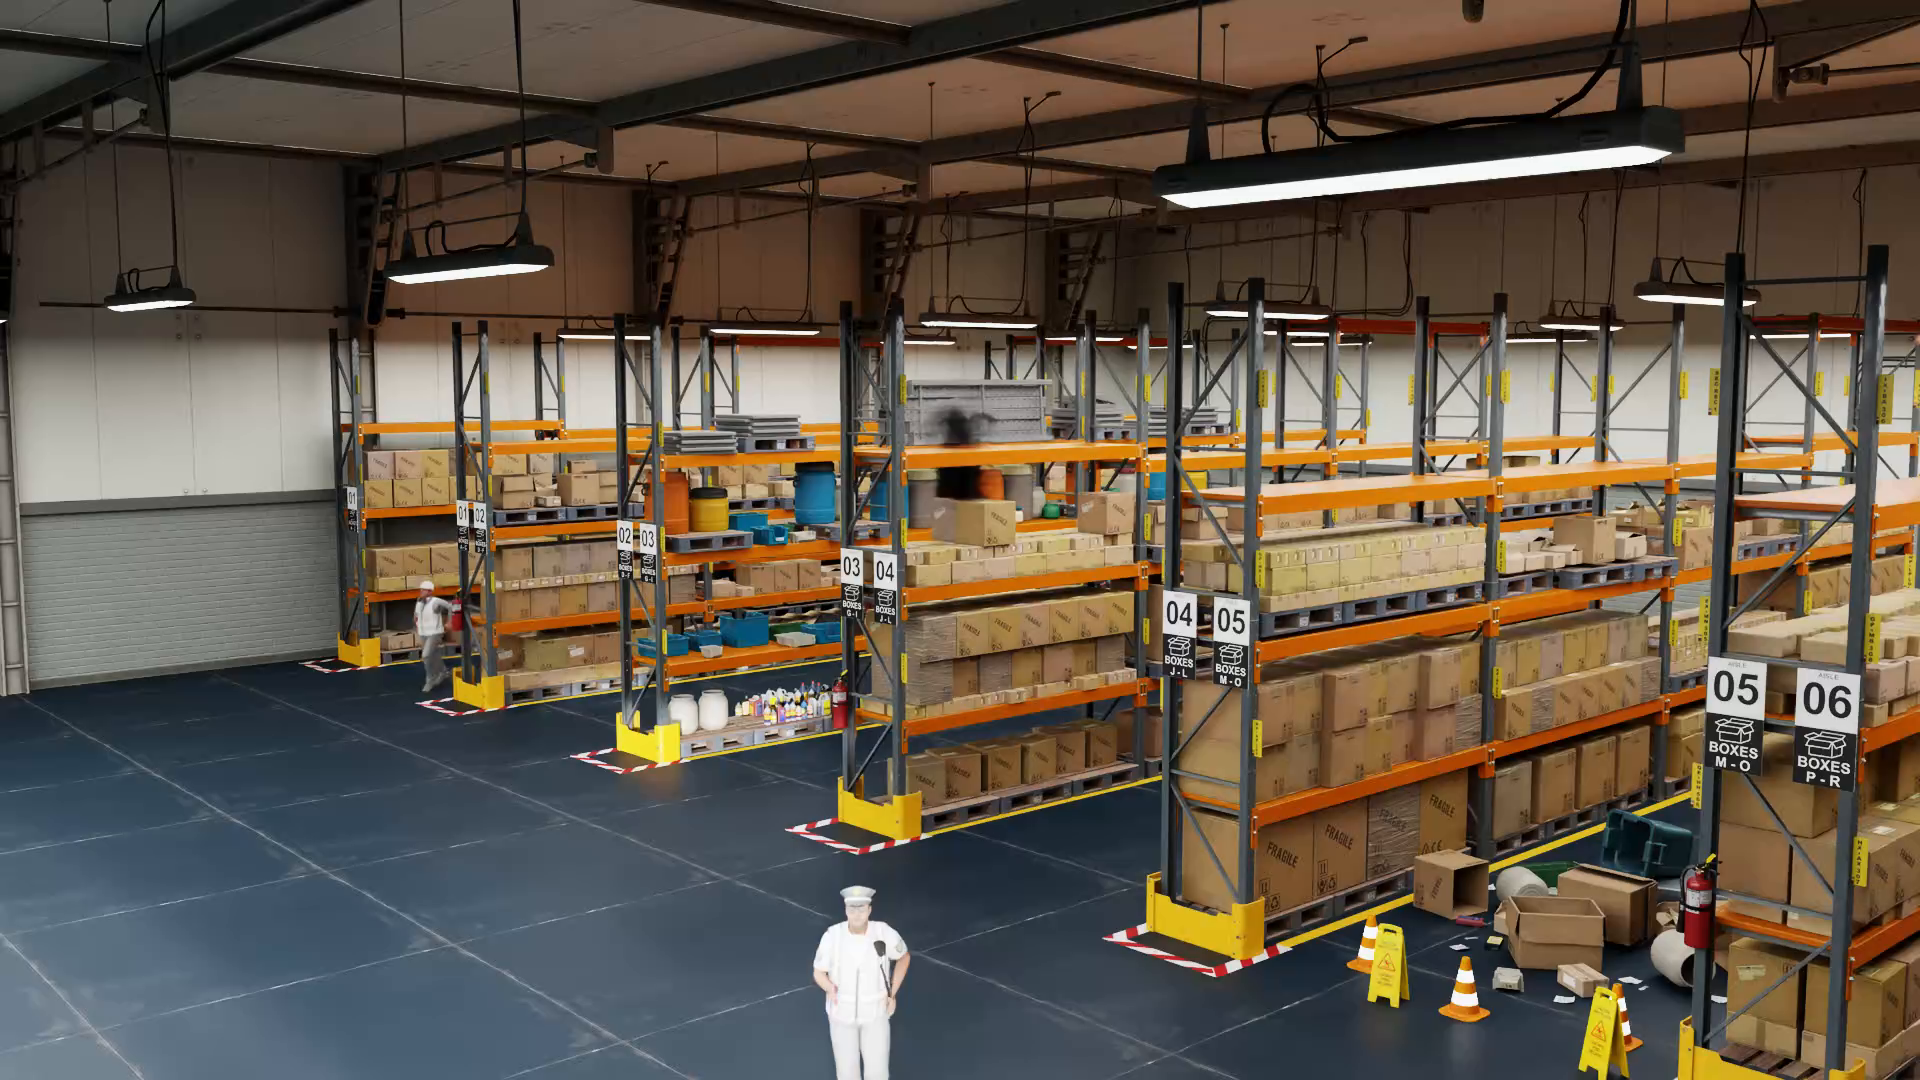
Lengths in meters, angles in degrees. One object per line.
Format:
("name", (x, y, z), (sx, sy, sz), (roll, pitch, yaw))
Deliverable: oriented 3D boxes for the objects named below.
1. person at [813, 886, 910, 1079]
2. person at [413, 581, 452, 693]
("person", (-0.670, 3.194, 11.160), (0.648, 1.764, 0.621), (0, 6, 1))
("person", (-8.694, 1.570, 27.432), (0.710, 1.828, 0.755), (3, 6, 28))
